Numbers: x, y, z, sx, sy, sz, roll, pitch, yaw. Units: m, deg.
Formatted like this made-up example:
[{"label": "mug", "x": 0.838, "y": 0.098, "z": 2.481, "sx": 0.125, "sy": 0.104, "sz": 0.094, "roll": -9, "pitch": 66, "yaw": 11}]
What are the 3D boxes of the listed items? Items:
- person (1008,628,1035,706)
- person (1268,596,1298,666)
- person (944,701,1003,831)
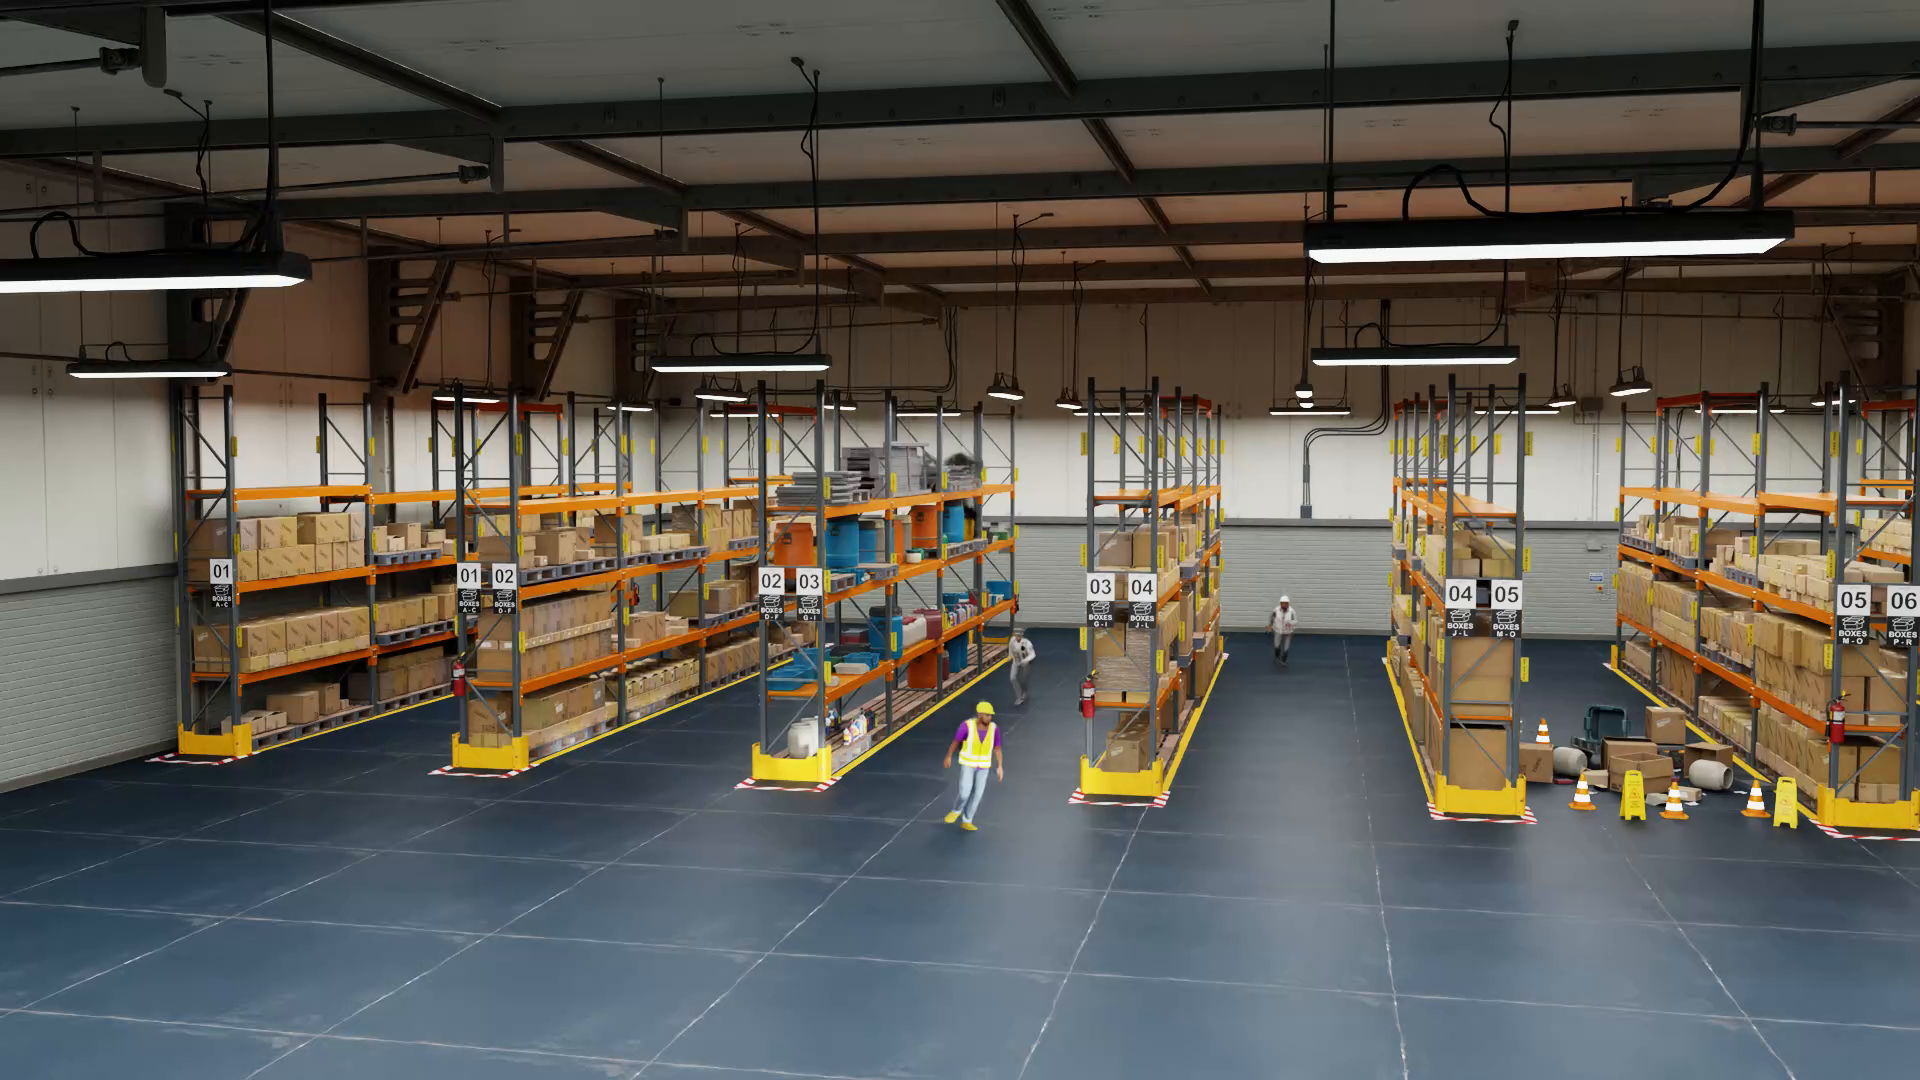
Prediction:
[{"label": "person", "x": 1.222, "y": 2.425, "z": 32.375, "sx": 0.625, "sy": 1.503, "sz": 1.014, "roll": 1, "pitch": 3, "yaw": 18}, {"label": "person", "x": 7.307, "y": 2.066, "z": 37.654, "sx": 0.675, "sy": 1.647, "sz": 0.883, "roll": 1, "pitch": 3, "yaw": 12}, {"label": "person", "x": 0.184, "y": 2.935, "z": 21.622, "sx": 0.719, "sy": 1.718, "sz": 0.628, "roll": -1, "pitch": 3, "yaw": -19}]
